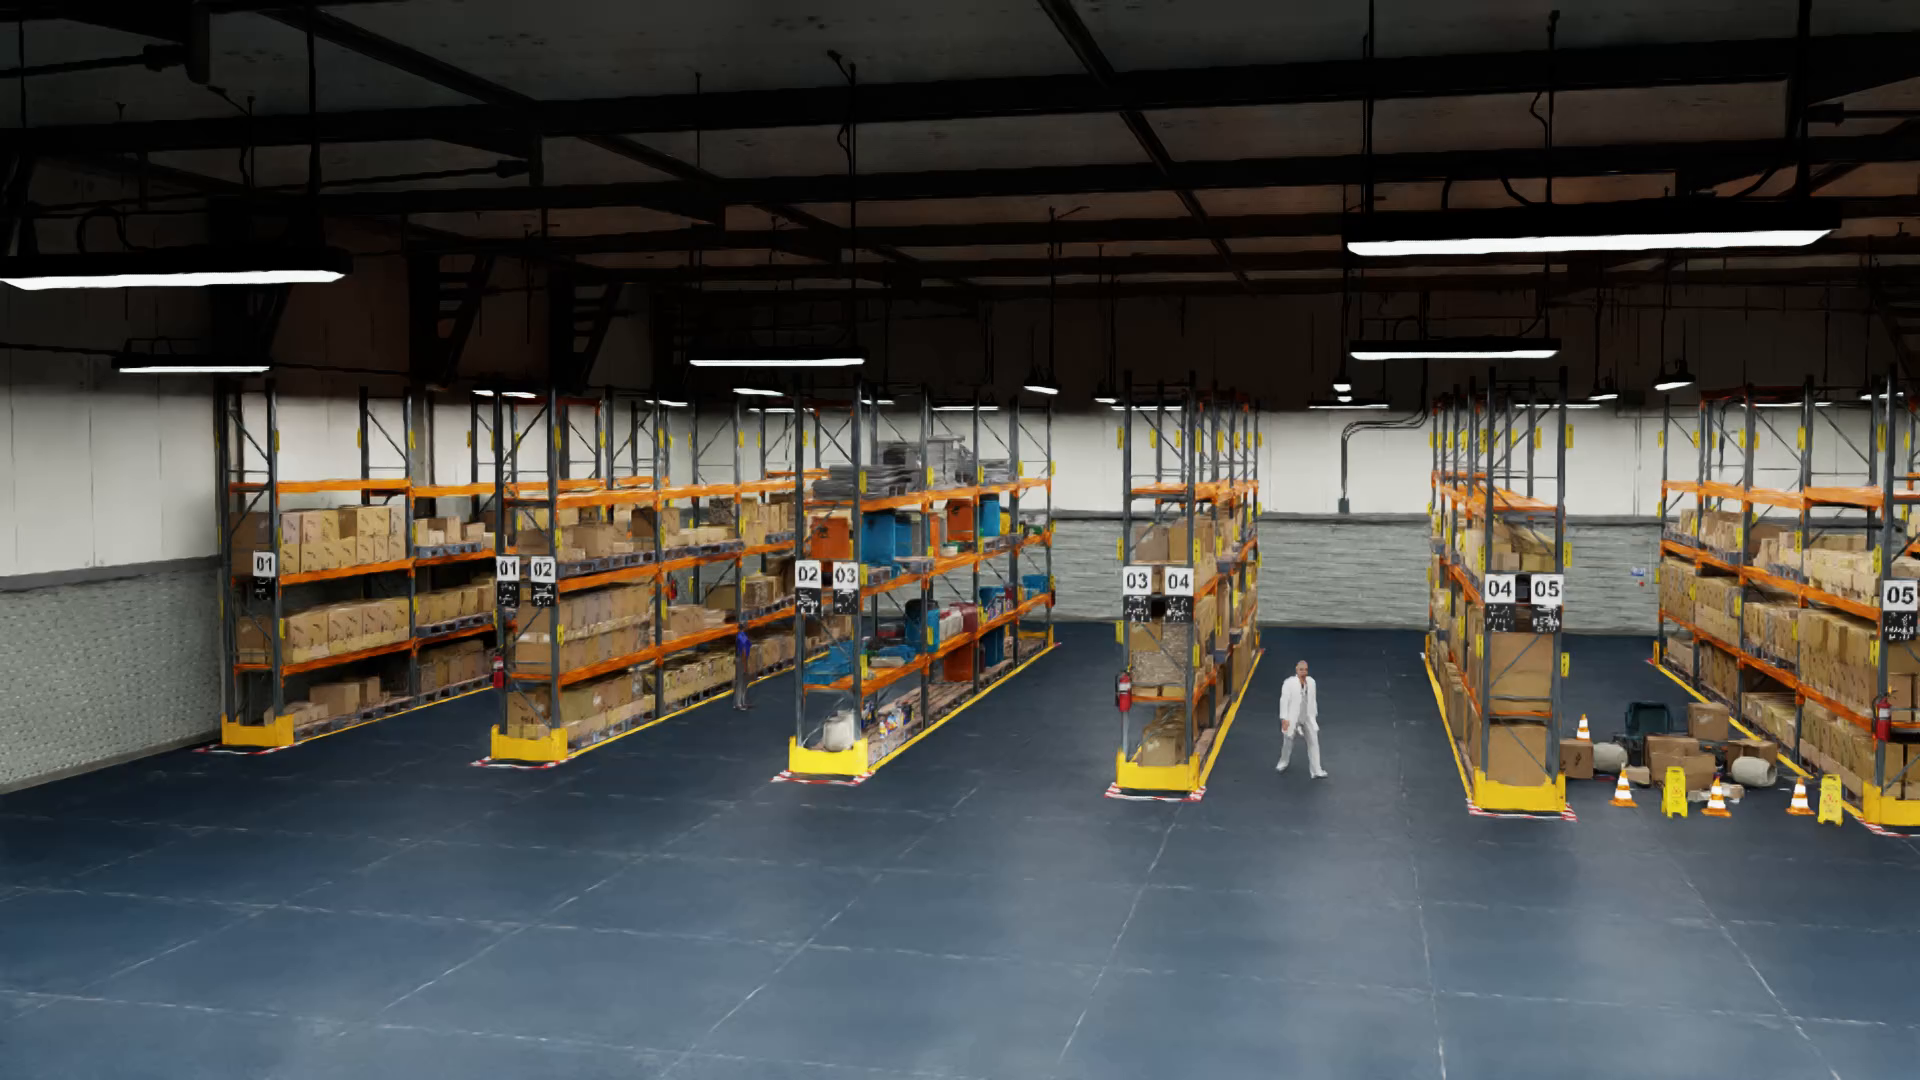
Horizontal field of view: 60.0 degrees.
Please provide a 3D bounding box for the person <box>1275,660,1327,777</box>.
[{"bbox_3d":[5.081,2.652,24.812,0.631,1.736,1.034,-1,3,-9],"label":"person"}]

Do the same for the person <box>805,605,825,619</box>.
[{"bbox_3d":[-4.099,1.346,46.373,0.581,1.760,0.931,-1,4,-12],"label":"person"}]

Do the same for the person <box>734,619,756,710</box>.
[{"bbox_3d":[-4.006,2.303,30.934,0.440,1.666,0.551,-1,3,-12],"label":"person"}]
